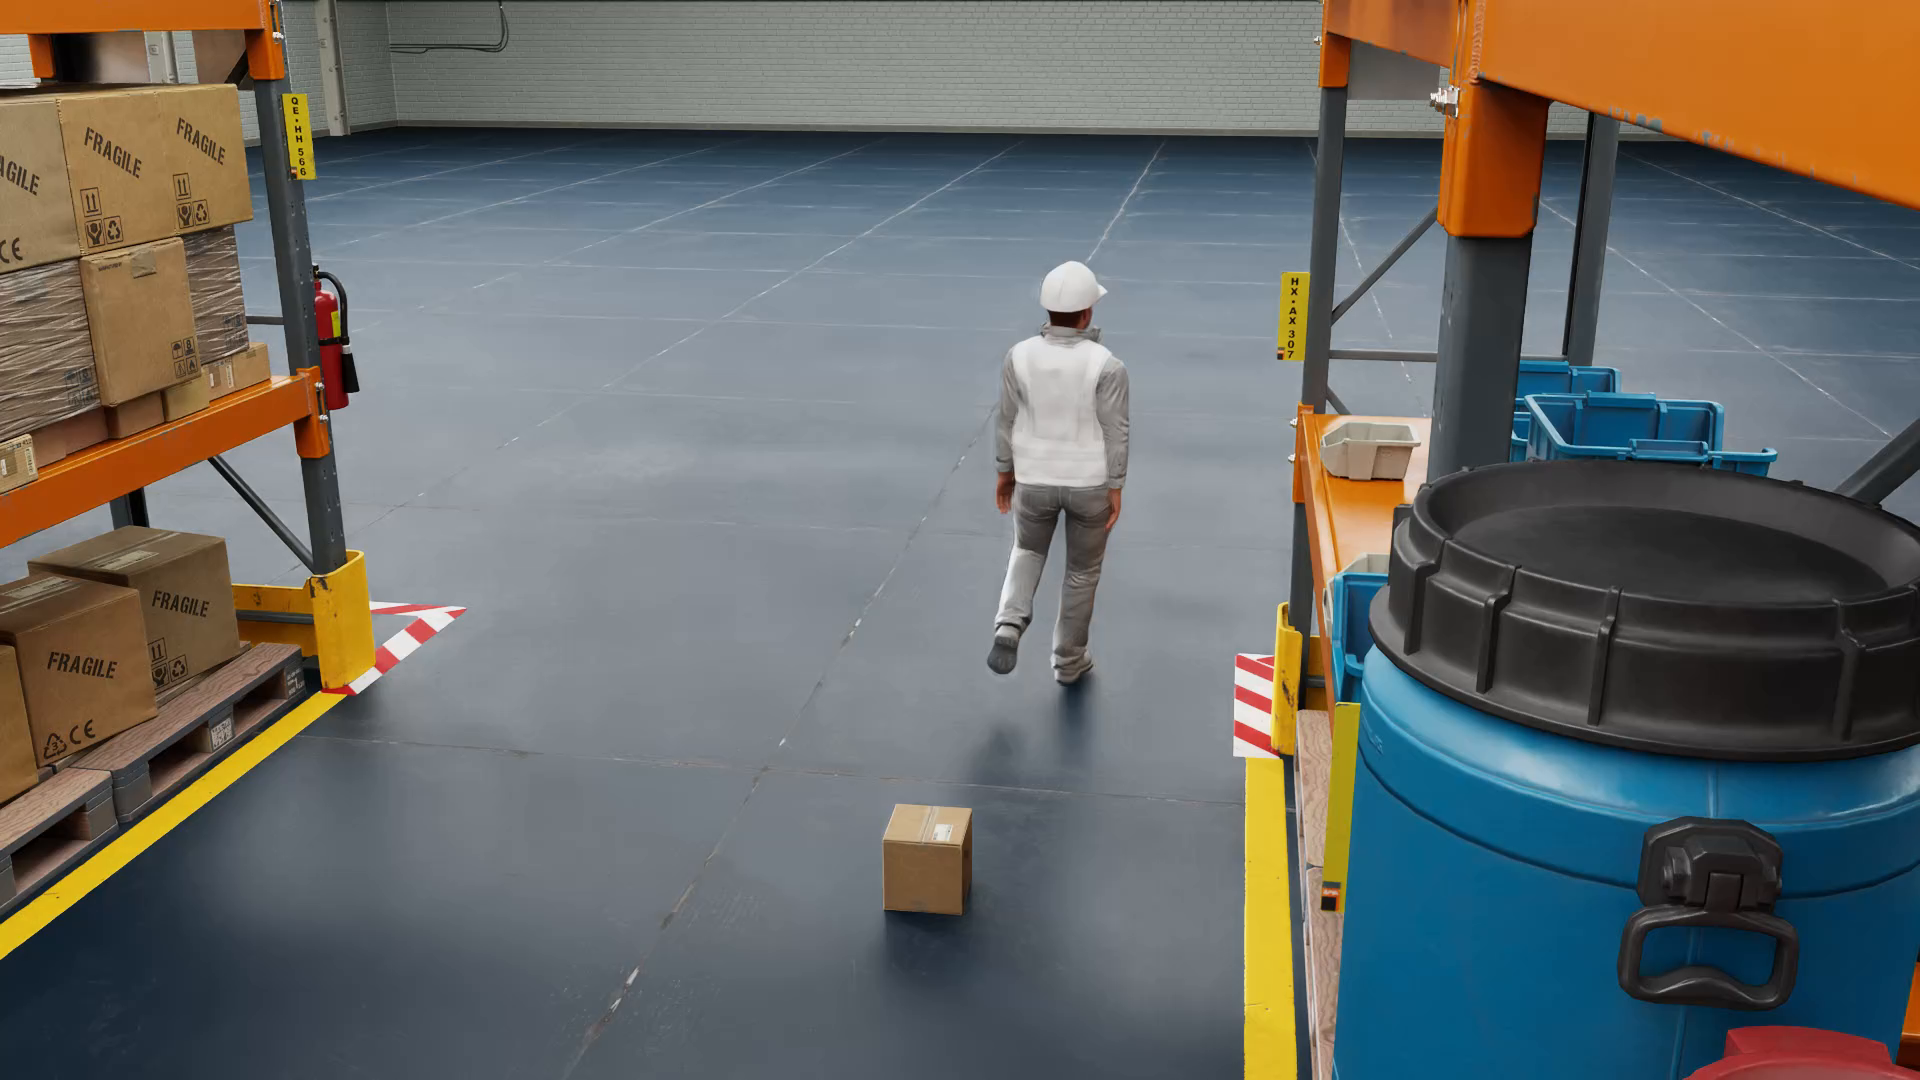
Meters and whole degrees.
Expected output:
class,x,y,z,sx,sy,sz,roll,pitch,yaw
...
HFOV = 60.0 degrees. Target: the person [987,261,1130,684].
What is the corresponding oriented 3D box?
class,x,y,z,sx,sy,sz,roll,pitch,yaw
person,0.410,-0.248,6.712,0.563,1.756,0.536,6,19,18
